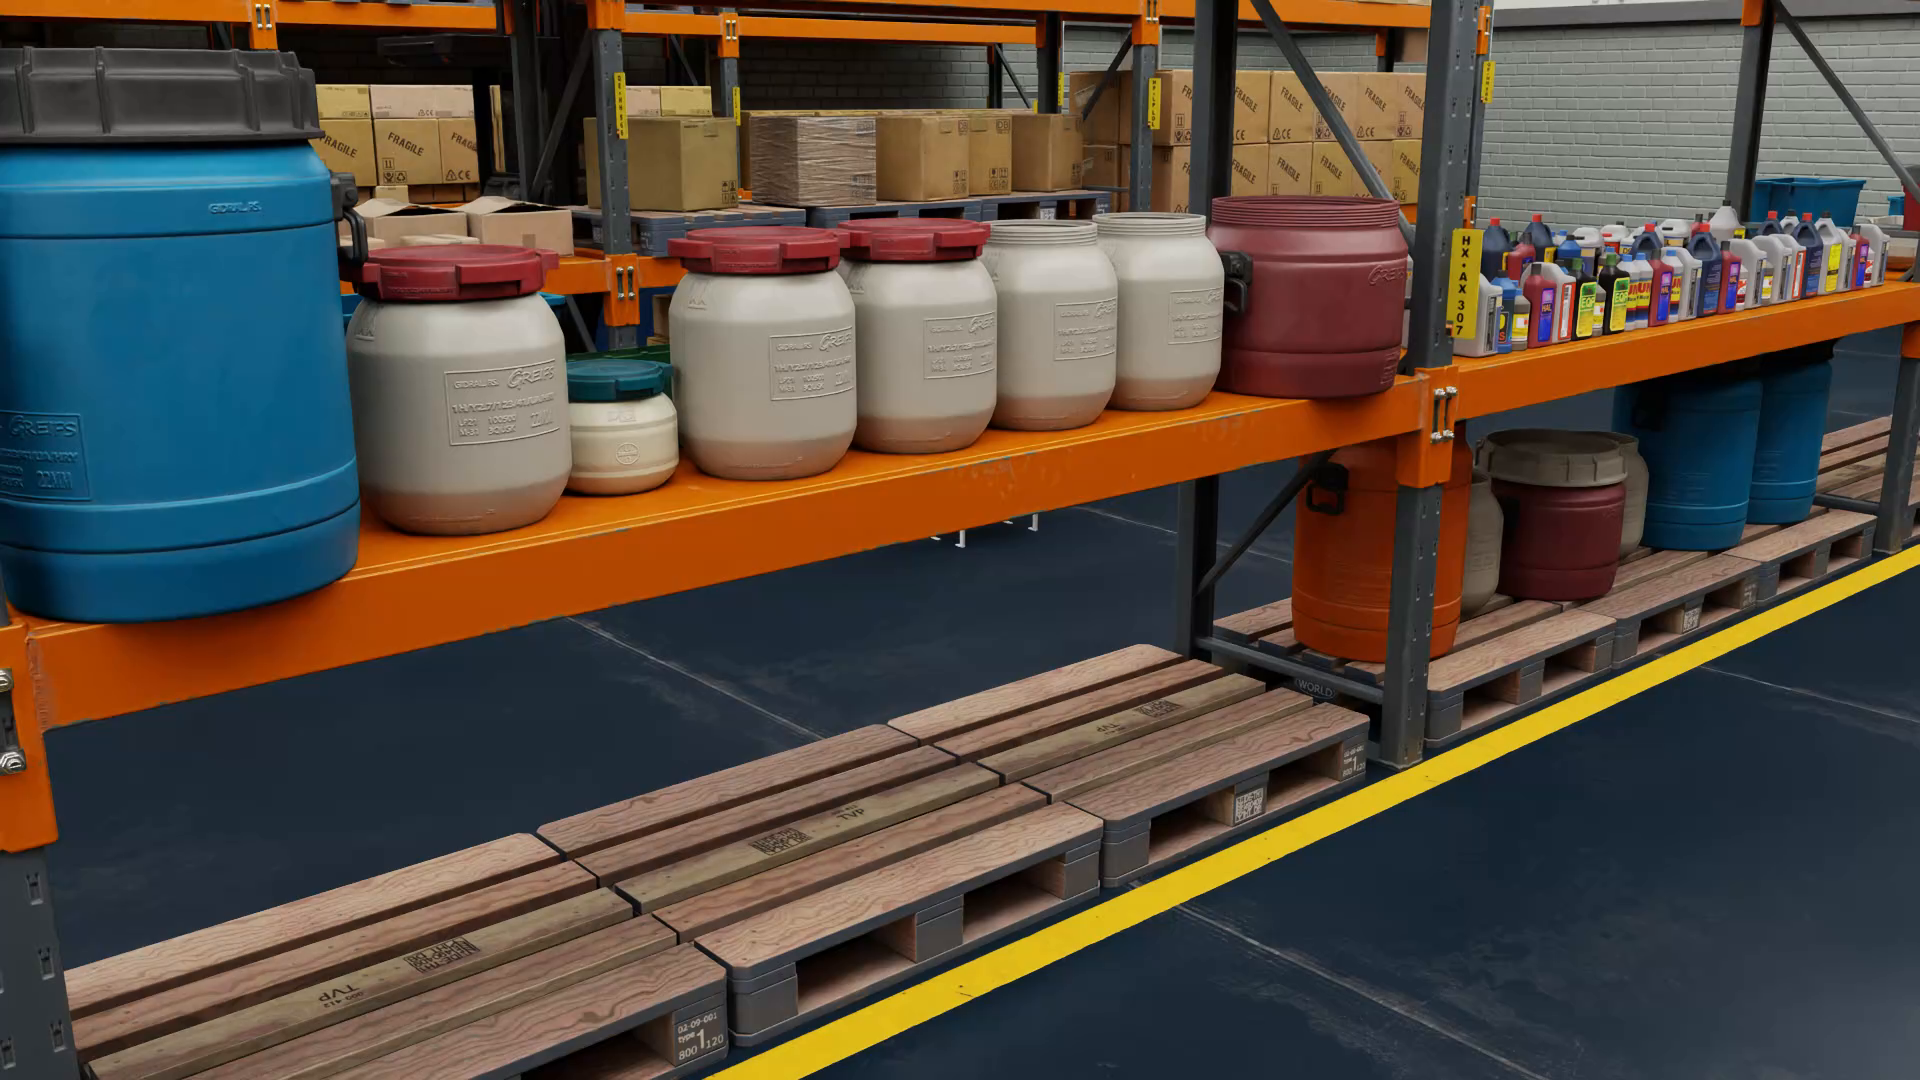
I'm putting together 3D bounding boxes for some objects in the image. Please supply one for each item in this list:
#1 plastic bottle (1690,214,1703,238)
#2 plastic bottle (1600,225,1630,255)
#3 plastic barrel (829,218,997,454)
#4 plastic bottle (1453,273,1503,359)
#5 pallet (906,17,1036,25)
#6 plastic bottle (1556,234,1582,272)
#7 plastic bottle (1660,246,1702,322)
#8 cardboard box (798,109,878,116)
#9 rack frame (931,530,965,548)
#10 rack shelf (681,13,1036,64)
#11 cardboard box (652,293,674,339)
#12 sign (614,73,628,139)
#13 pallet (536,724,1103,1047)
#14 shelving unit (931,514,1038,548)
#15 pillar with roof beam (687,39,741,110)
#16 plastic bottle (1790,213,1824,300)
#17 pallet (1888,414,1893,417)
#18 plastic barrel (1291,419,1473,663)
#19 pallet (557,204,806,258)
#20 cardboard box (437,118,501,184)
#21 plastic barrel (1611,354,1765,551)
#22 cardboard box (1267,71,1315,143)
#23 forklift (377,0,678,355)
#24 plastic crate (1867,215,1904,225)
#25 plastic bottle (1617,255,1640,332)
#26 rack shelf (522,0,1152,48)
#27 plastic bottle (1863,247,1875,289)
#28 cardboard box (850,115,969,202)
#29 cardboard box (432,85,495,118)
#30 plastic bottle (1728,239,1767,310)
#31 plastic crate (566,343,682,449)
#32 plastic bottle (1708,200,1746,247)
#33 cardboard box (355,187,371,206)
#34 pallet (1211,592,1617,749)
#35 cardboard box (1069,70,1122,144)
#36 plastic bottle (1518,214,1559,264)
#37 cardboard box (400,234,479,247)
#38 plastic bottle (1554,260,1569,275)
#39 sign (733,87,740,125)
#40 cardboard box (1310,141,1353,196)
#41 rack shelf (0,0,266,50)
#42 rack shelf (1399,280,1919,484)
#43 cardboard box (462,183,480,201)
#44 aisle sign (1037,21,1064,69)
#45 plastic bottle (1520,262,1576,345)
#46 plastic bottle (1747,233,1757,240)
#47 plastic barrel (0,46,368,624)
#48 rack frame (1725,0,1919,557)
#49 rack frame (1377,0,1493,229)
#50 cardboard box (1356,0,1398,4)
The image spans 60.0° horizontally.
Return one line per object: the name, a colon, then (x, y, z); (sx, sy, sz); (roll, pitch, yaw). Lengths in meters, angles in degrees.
plastic bottle: (3.512, -1.418, 7.974); (0.133, 0.283, 0.061); (-13, 19, -39)
plastic bottle: (2.872, -1.255, 7.378); (0.135, 0.276, 0.152); (-13, 19, -39)
plastic barrel: (-0.120, -0.504, 4.060); (0.433, 0.535, 0.433); (0, 15, 0)
plastic bottle: (1.690, -0.749, 5.483); (0.135, 0.276, 0.152); (-13, 19, -39)
pallet: (0.131, -5.361, 16.868); (1.213, 0.211, 1.003); (-13, 19, -39)
plastic bottle: (2.539, -1.138, 6.949); (0.097, 0.271, 0.097); (0, 15, 0)
plastic bottle: (2.737, -0.984, 6.362); (0.135, 0.276, 0.152); (-13, 19, -39)
cardboard box: (-1.360, -3.761, 15.938); (0.700, 0.700, 0.980); (-13, 20, -41)
rack frame: (-0.059, -0.566, 8.045); (0.015, 1.200, 0.240); (-13, 19, -39)
rack shelf: (-0.825, -4.846, 16.159); (4.000, 0.370, 1.077); (-13, 19, -39)
cardboard box: (-1.506, -1.345, 10.012); (0.500, 0.250, 0.500); (-12, 19, -37)
sign: (-1.730, -2.216, 8.489); (0.005, 0.325, 0.100); (-13, 19, -39)
pallet: (-0.378, 0.878, 4.555); (1.213, 0.211, 1.003); (-13, 19, -39)
shelving unit: (0.125, -0.608, 8.200); (0.503, 1.200, 0.258); (-13, 19, -39)
pillar with roof beam: (0.452, -5.752, 12.348); (0.400, 9.000, 9.100); (-13, 19, -39)
plastic bottle: (3.551, -1.202, 7.032); (0.185, 0.351, 0.144); (-13, 19, -39)
pallet: (6.539, -0.675, 10.367); (1.213, 0.211, 1.003); (-13, 19, -39)
plastic barrel: (1.510, -0.039, 5.976); (0.708, 0.830, 0.600); (-13, 19, -39)
pallet: (-1.632, -1.799, 9.546); (1.003, 0.211, 1.213); (-13, 19, -39)
cardboard box: (-4.041, -3.132, 13.355); (0.500, 0.500, 0.500); (-13, 20, -40)
plastic barrel: (3.214, -0.457, 7.400); (0.708, 0.901, 0.600); (-13, 19, -39)
cardboard box: (2.238, -3.172, 12.182); (0.500, 0.500, 0.500); (-13, 20, -41)
forklift: (-3.150, -2.280, 11.108); (3.031, 2.935, 1.130); (-13, 20, -40)
plastic crate: (5.286, -1.731, 9.314); (0.466, 0.136, 0.293); (-13, 19, -39)
plastic bottle: (2.420, -0.901, 6.061); (0.097, 0.271, 0.097); (0, 15, 0)
rack shelf: (-0.588, -3.204, 10.015); (4.000, 0.370, 1.077); (-13, 19, -39)
plastic bottle: (4.015, -1.226, 7.411); (0.097, 0.201, 0.097); (0, 15, 0)
cardboard box: (-0.372, -2.381, 10.345); (0.700, 0.500, 0.500); (10, 18, 33)
cardboard box: (-4.060, -3.495, 13.259); (0.500, 0.250, 0.500); (-12, 19, -39)
plastic bottle: (3.152, -1.077, 6.711); (0.135, 0.276, 0.152); (-13, 19, -39)
plastic crate: (-0.737, -0.369, 4.229); (0.662, 0.188, 0.450); (-13, 19, -39)
plastic bottle: (3.661, -1.449, 7.958); (0.185, 0.351, 0.144); (-13, 19, -39)
cardboard box: (-4.755, -2.667, 12.872); (0.250, 0.149, 0.380); (-12, 19, -39)
pallet: (1.719, 0.407, 6.318); (1.213, 0.211, 1.003); (-13, 19, -39)
cardboard box: (1.132, -3.109, 11.945); (0.500, 0.500, 0.500); (-13, 19, -39)
plastic bottle: (2.427, -1.193, 6.999); (0.185, 0.351, 0.144); (-13, 19, -39)
cardboard box: (-2.594, -1.436, 8.301); (0.250, 0.149, 0.380); (-13, 19, -39)
plastic bottle: (2.105, -0.852, 5.875); (0.097, 0.271, 0.097); (0, 15, 0)
sign: (-1.970, -3.822, 14.657); (0.005, 0.325, 0.100); (-13, 19, -39)
cardboard box: (2.630, -2.781, 12.655); (0.500, 0.500, 0.500); (-13, 20, -40)
rack shelf: (-6.860, -3.490, 11.086); (4.000, 0.370, 1.077); (-13, 19, -39)
rack shelf: (2.661, -0.790, 6.789); (4.000, 0.370, 1.077); (-13, 19, -39)
cardboard box: (-3.999, -2.850, 13.555); (0.250, 0.149, 0.380); (-12, 19, -39)
aisle sign: (0.935, -5.292, 17.214); (0.004, 0.787, 0.394); (-13, 19, -39)
plastic bottle: (2.039, -0.828, 5.776); (0.135, 0.276, 0.152); (-13, 19, -39)
plastic bottle: (3.332, -1.158, 7.023); (0.097, 0.271, 0.097); (0, 15, 0)
plastic barrel: (-1.375, -0.370, 2.851); (0.708, 0.901, 0.600); (-13, 19, -39)
rack frame: (4.169, -1.476, 7.965); (0.127, 3.000, 1.000); (-13, 19, -39)
rack frame: (3.938, -3.119, 14.114); (0.127, 3.000, 1.000); (-13, 19, -39)
cardboard box: (2.971, -4.188, 12.593); (0.500, 0.250, 0.500); (-13, 19, -39)
